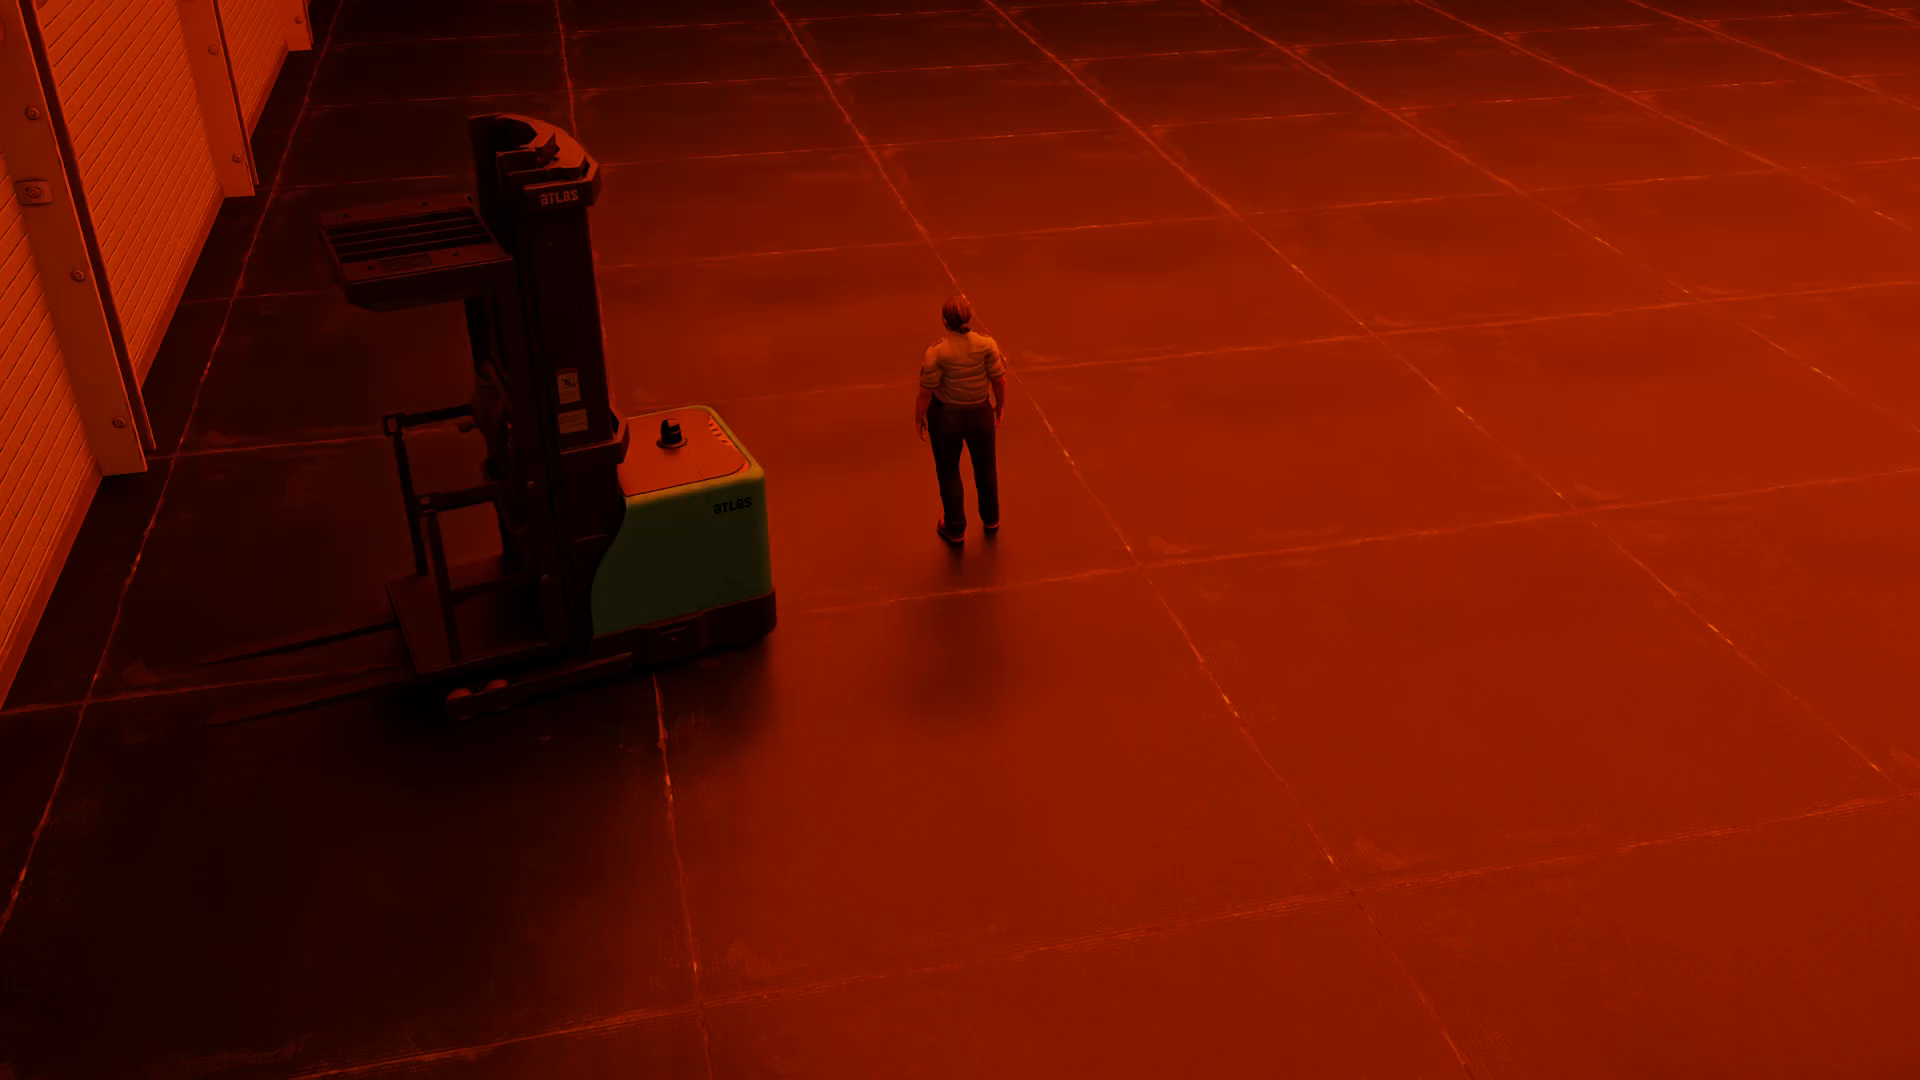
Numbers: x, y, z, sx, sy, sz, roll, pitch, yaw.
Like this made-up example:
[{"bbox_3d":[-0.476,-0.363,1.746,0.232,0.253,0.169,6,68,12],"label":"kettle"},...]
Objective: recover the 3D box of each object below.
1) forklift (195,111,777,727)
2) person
[{"bbox_3d":[-2.606,-0.612,8.632,3.031,2.935,1.130,-14,33,-22],"label":"forklift"},{"bbox_3d":[0.001,-0.765,10.164,0.598,1.651,0.502,-7,31,-12],"label":"person"}]
